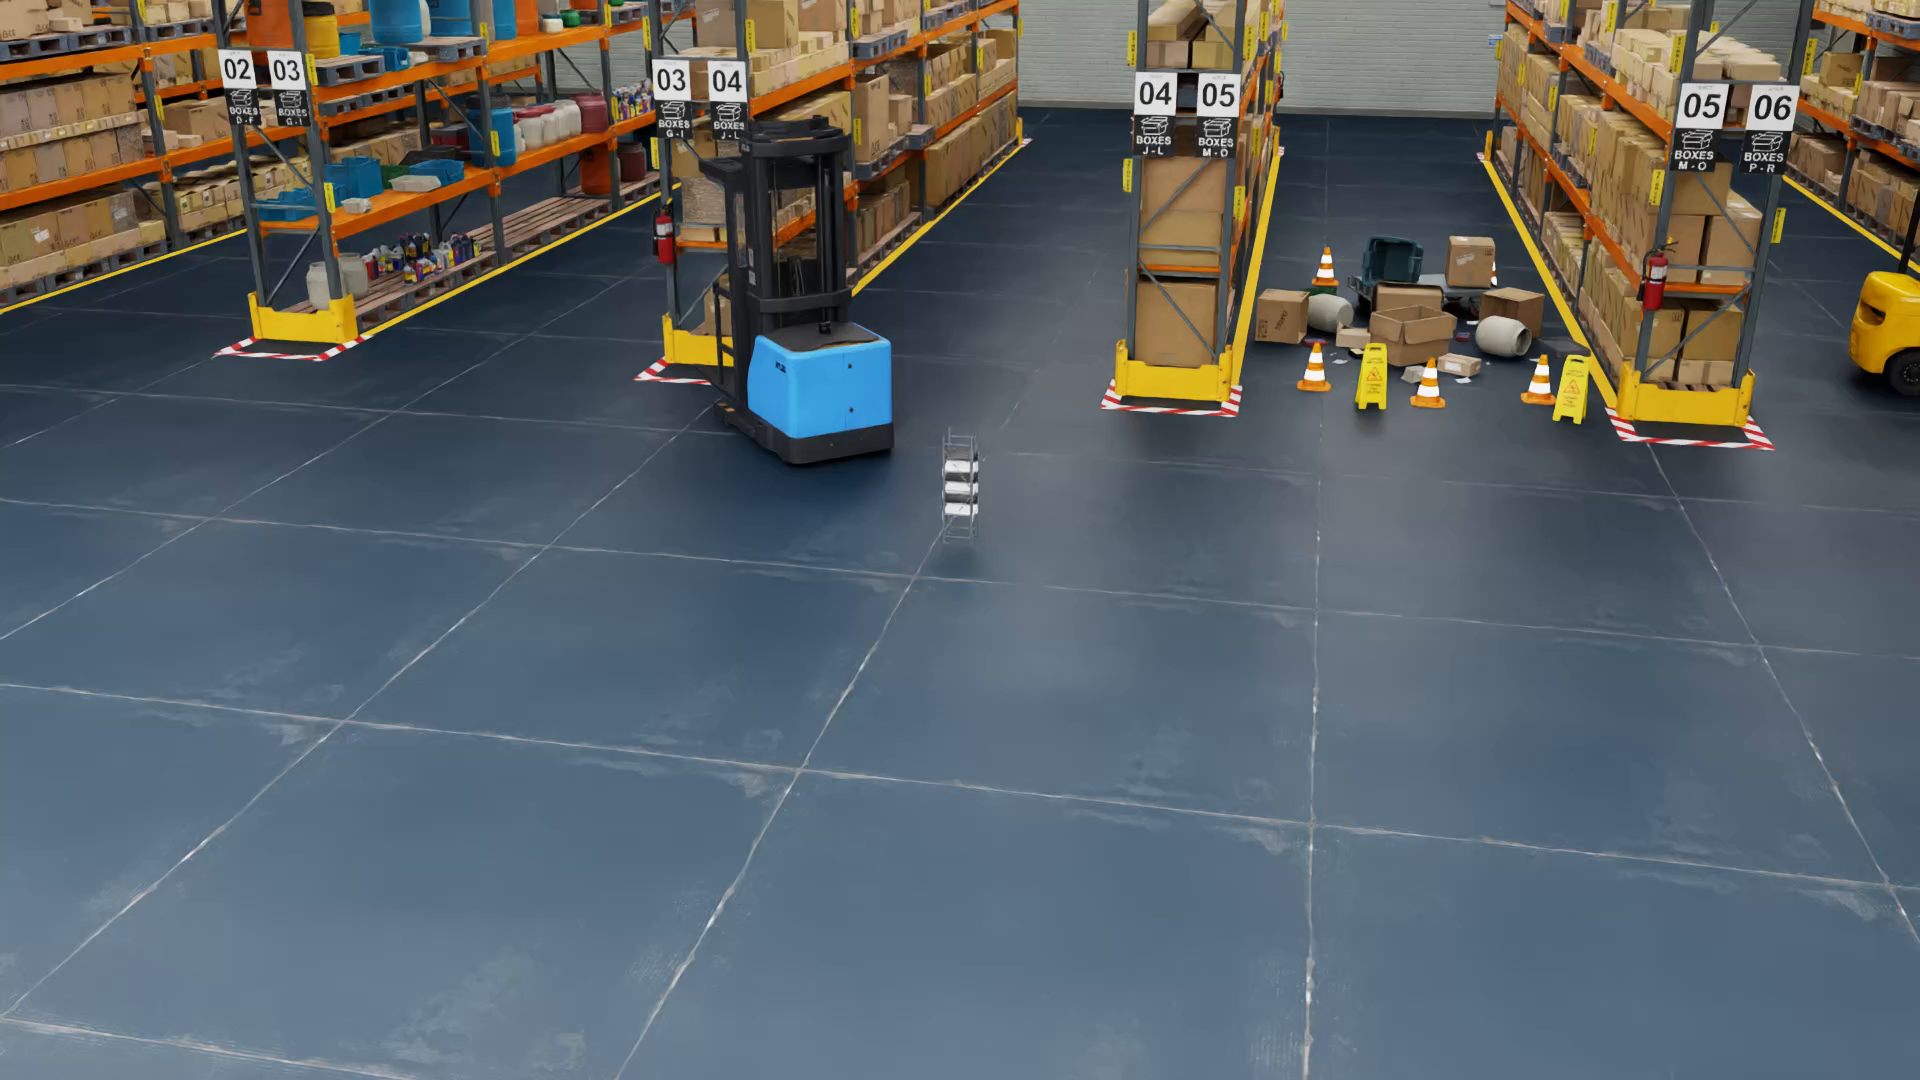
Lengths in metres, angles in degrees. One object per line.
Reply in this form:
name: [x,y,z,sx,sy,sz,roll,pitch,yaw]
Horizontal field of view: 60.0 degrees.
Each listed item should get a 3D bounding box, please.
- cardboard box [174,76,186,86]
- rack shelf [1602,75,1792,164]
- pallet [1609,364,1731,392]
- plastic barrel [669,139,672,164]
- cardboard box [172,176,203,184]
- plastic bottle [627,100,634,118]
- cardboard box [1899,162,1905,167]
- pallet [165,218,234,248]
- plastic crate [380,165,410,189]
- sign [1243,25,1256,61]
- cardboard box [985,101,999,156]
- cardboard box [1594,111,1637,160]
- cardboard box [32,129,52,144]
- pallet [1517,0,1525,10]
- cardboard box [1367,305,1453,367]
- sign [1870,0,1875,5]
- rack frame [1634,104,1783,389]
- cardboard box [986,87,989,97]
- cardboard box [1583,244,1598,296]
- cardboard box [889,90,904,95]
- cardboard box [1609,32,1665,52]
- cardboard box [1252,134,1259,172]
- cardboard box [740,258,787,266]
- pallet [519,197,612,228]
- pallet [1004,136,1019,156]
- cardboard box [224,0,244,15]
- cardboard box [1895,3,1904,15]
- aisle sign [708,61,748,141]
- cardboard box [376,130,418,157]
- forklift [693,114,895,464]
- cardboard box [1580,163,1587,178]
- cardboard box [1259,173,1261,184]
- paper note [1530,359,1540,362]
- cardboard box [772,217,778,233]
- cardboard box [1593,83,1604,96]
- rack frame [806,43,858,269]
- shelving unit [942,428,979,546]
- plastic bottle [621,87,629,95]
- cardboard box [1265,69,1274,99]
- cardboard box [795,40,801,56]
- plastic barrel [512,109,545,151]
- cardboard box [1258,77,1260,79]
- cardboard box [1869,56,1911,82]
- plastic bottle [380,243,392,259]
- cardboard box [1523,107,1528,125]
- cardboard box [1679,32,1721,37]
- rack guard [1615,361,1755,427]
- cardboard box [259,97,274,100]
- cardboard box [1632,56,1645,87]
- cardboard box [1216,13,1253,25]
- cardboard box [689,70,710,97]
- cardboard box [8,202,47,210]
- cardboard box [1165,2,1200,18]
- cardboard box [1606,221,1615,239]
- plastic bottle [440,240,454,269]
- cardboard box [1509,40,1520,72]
cardboard box: [-14.565,-8.494,30.737,0.380,0.149,0.250,5,22,12]
rack shelf: [7.463,-4.352,17.093,1.077,0.370,4.000,4,22,11]
pallet: [7.271,-1.592,17.024,1.003,0.211,1.213,4,22,11]
plastic barrel: [-5.174,-7.109,29.236,0.600,0.901,0.708,4,22,11]
cardboard box: [-11.521,-5.261,24.768,0.500,0.311,0.500,4,22,11]
plastic bottle: [-5.292,-6.916,26.668,0.061,0.283,0.133,4,22,11]
cardboard box: [14.522,-5.658,25.302,0.380,0.149,0.250,4,22,11]
pallet: [-11.415,-4.517,24.287,1.003,0.211,1.213,4,22,11]
plastic crate: [-7.232,-4.586,21.009,0.450,0.188,0.662,4,22,11]
sign: [2.731,-4.693,15.699,0.100,0.325,0.005,4,22,11]
cardboard box: [0.199,-7.481,30.196,0.875,0.875,0.875,4,22,11]
cardboard box: [7.569,-4.530,18.716,0.700,0.500,0.500,4,22,10]
cardboard box: [-11.738,-5.112,21.029,0.380,0.149,0.250,5,22,11]
pallet: [9.932,-9.045,27.902,1.003,0.211,1.213,4,22,11]
cardboard box: [4.935,-2.241,18.244,0.797,0.503,0.637,-11,25,-26]
sign: [13.831,-8.245,25.103,0.100,0.325,0.005,4,22,11]
rack frame: [7.055,-2.563,15.703,1.000,3.000,0.127,4,22,11]
cardboard box: [0.295,-7.866,29.206,0.380,0.149,0.250,5,23,13]
cardboard box: [7.486,-3.098,19.146,0.500,0.500,0.500,6,23,13]
cardboard box: [-1.085,-6.285,24.248,0.500,0.500,0.500,2,22,4]
cardboard box: [7.849,-5.767,19.282,0.500,0.250,0.500,4,22,10]
cardboard box: [3.686,-5.138,21.961,0.500,0.500,0.500,5,22,12]
cardboard box: [-2.268,-3.030,19.645,0.500,0.500,0.500,7,23,16]
pallet: [-6.059,-5.048,25.606,1.003,0.211,1.213,4,22,11]
pallet: [0.532,-7.578,31.888,1.003,0.211,1.213,4,22,11]
cardboard box: [-10.966,-7.946,24.692,0.500,0.250,0.500,4,22,10]
cardboard box: [13.707,-7.638,23.929,0.380,0.149,0.250,4,22,10]
aisle sign: [-2.365,-4.479,16.980,0.394,0.787,0.004,4,22,11]
cardboard box: [-9.927,-6.943,29.334,0.500,0.500,0.500,5,22,12]
forklift: [-1.756,-2.547,15.754,1.130,2.935,3.031,-12,25,-27]
cardboard box: [7.795,-4.506,20.300,0.380,0.149,0.250,4,22,10]
cardboard box: [4.199,-5.446,24.642,0.500,0.250,0.500,3,22,8]
paper note: [6.334,-1.971,18.207,0.142,0.019,0.148,-3,22,-8]
cardboard box: [-2.219,-3.469,18.287,0.380,0.149,0.250,4,22,11]
cardboard box: [9.027,-6.161,23.164,0.500,0.500,0.500,4,22,9]
rack frame: [-1.830,-4.782,21.211,1.000,3.000,0.127,4,22,11]
shelving unit: [0.002,-0.420,13.193,0.258,0.900,0.210,4,22,11]
plastic bottle: [-5.703,-7.549,28.247,0.152,0.276,0.135,4,22,11]
cardboard box: [4.985,-7.639,27.773,0.500,0.500,0.500,4,22,10]
cardboard box: [-2.019,-5.573,18.829,0.380,0.149,0.250,4,22,9]
plastic barrel: [-6.119,-5.824,23.617,0.433,0.535,0.433,0,22,0]
cardboard box: [4.584,-7.196,26.184,0.380,0.149,0.250,4,22,11]
cardboard box: [14.928,-7.516,26.798,0.500,0.500,0.500,4,22,9]
plastic bottle: [-7.375,-3.646,21.349,0.144,0.351,0.185,4,22,10]
cardboard box: [9.051,-6.552,25.808,0.500,0.250,0.500,4,22,10]
cardboard box: [8.042,-5.437,18.093,0.380,0.149,0.250,4,22,10]
rack guard: [7.070,-1.432,16.239,1.175,0.500,0.348,4,22,11]
cardboard box: [-14.178,-8.708,33.743,0.700,0.500,0.500,4,22,9]
cardboard box: [7.201,-4.790,17.018,0.500,0.250,0.500,5,22,11]
cardboard box: [2.829,-5.352,17.186,0.380,0.149,0.250,4,22,10]
cardboard box: [-2.797,-4.836,17.532,0.500,0.250,0.500,5,22,12]
cardboard box: [-12.233,-4.111,21.660,0.500,0.500,0.500,4,22,11]
cardboard box: [2.495,-5.959,18.693,0.380,0.149,0.250,4,22,10]
cardboard box: [7.223,-3.352,17.997,0.380,0.149,0.250,5,22,11]
plastic bottle: [-6.633,-3.689,21.454,0.144,0.351,0.185,4,22,11]
cardboard box: [9.646,-8.210,28.252,0.500,0.500,0.500,5,22,11]
